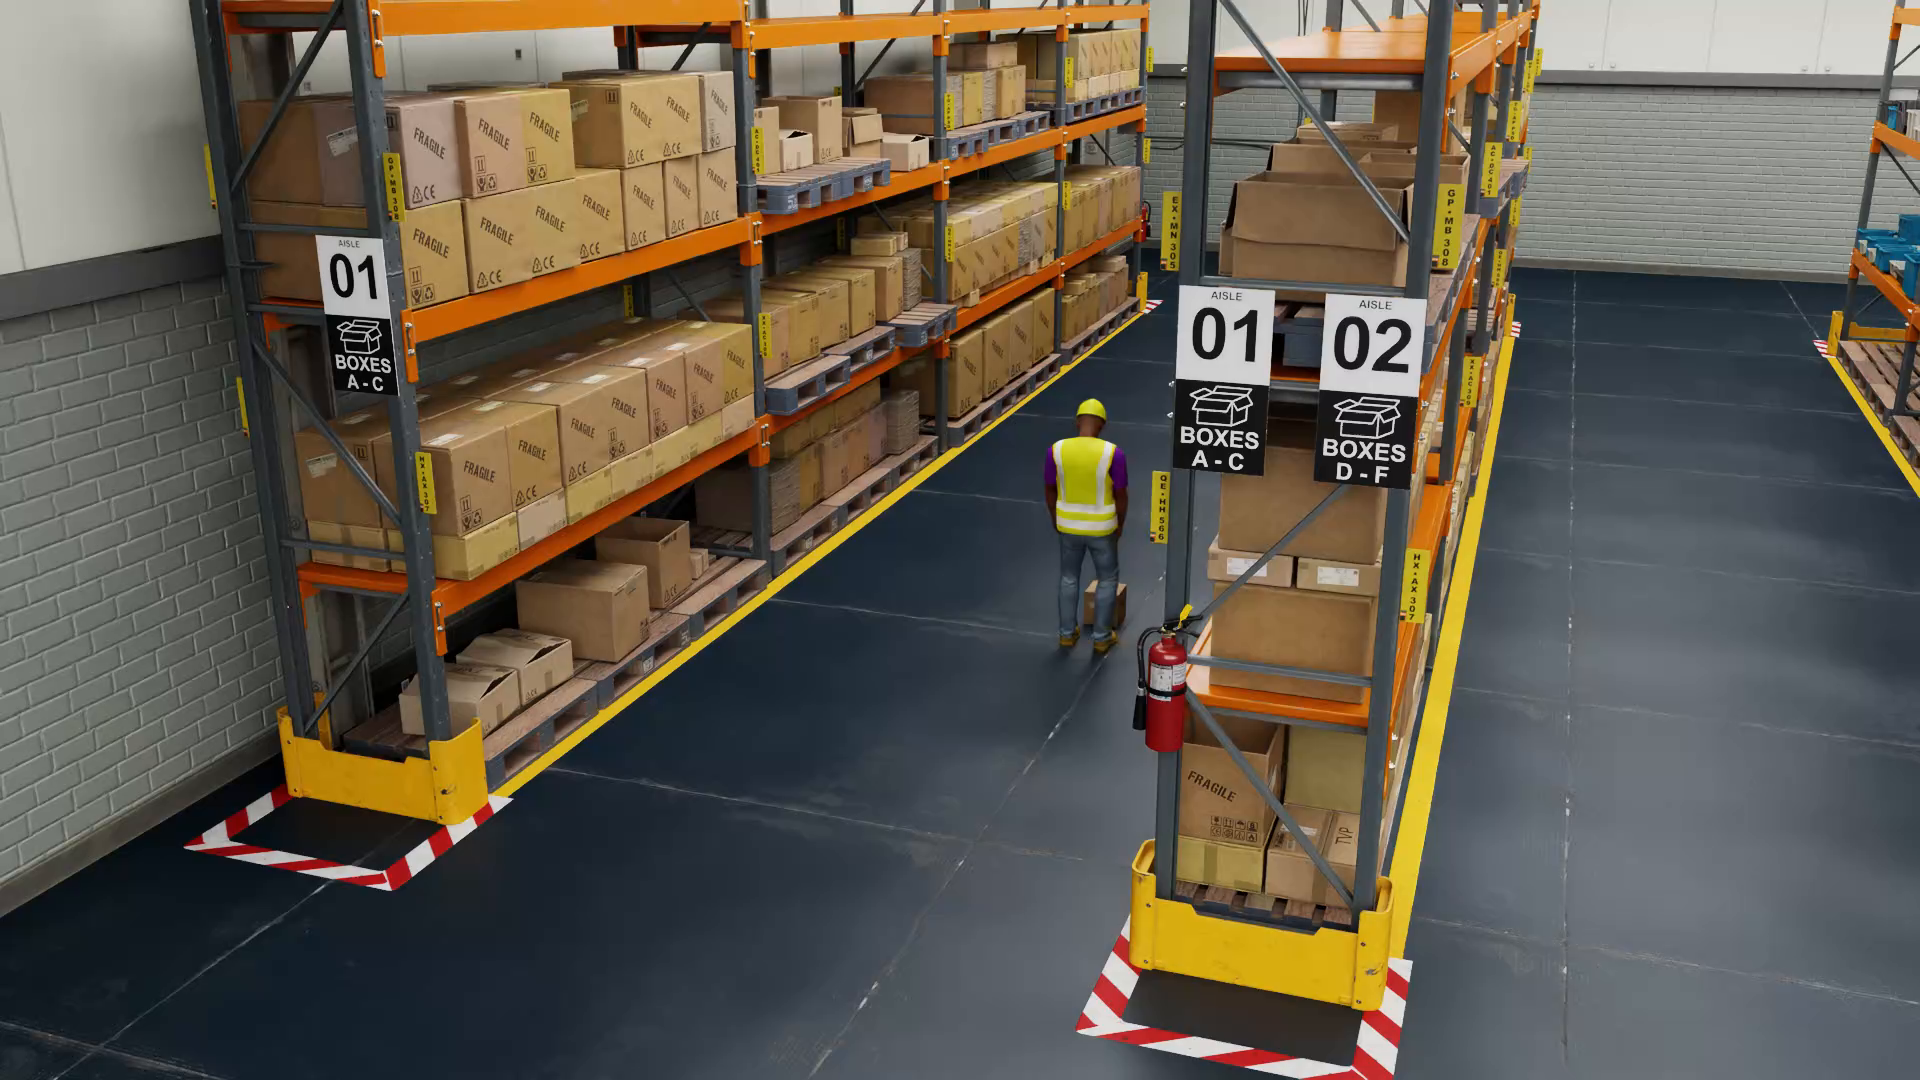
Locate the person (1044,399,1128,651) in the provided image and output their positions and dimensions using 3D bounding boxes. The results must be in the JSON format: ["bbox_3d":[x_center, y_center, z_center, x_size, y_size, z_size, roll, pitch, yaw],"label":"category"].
[{"bbox_3d":[0.864,-0.104,11.402,0.588,1.726,0.438,7,20,19],"label":"person"}]
